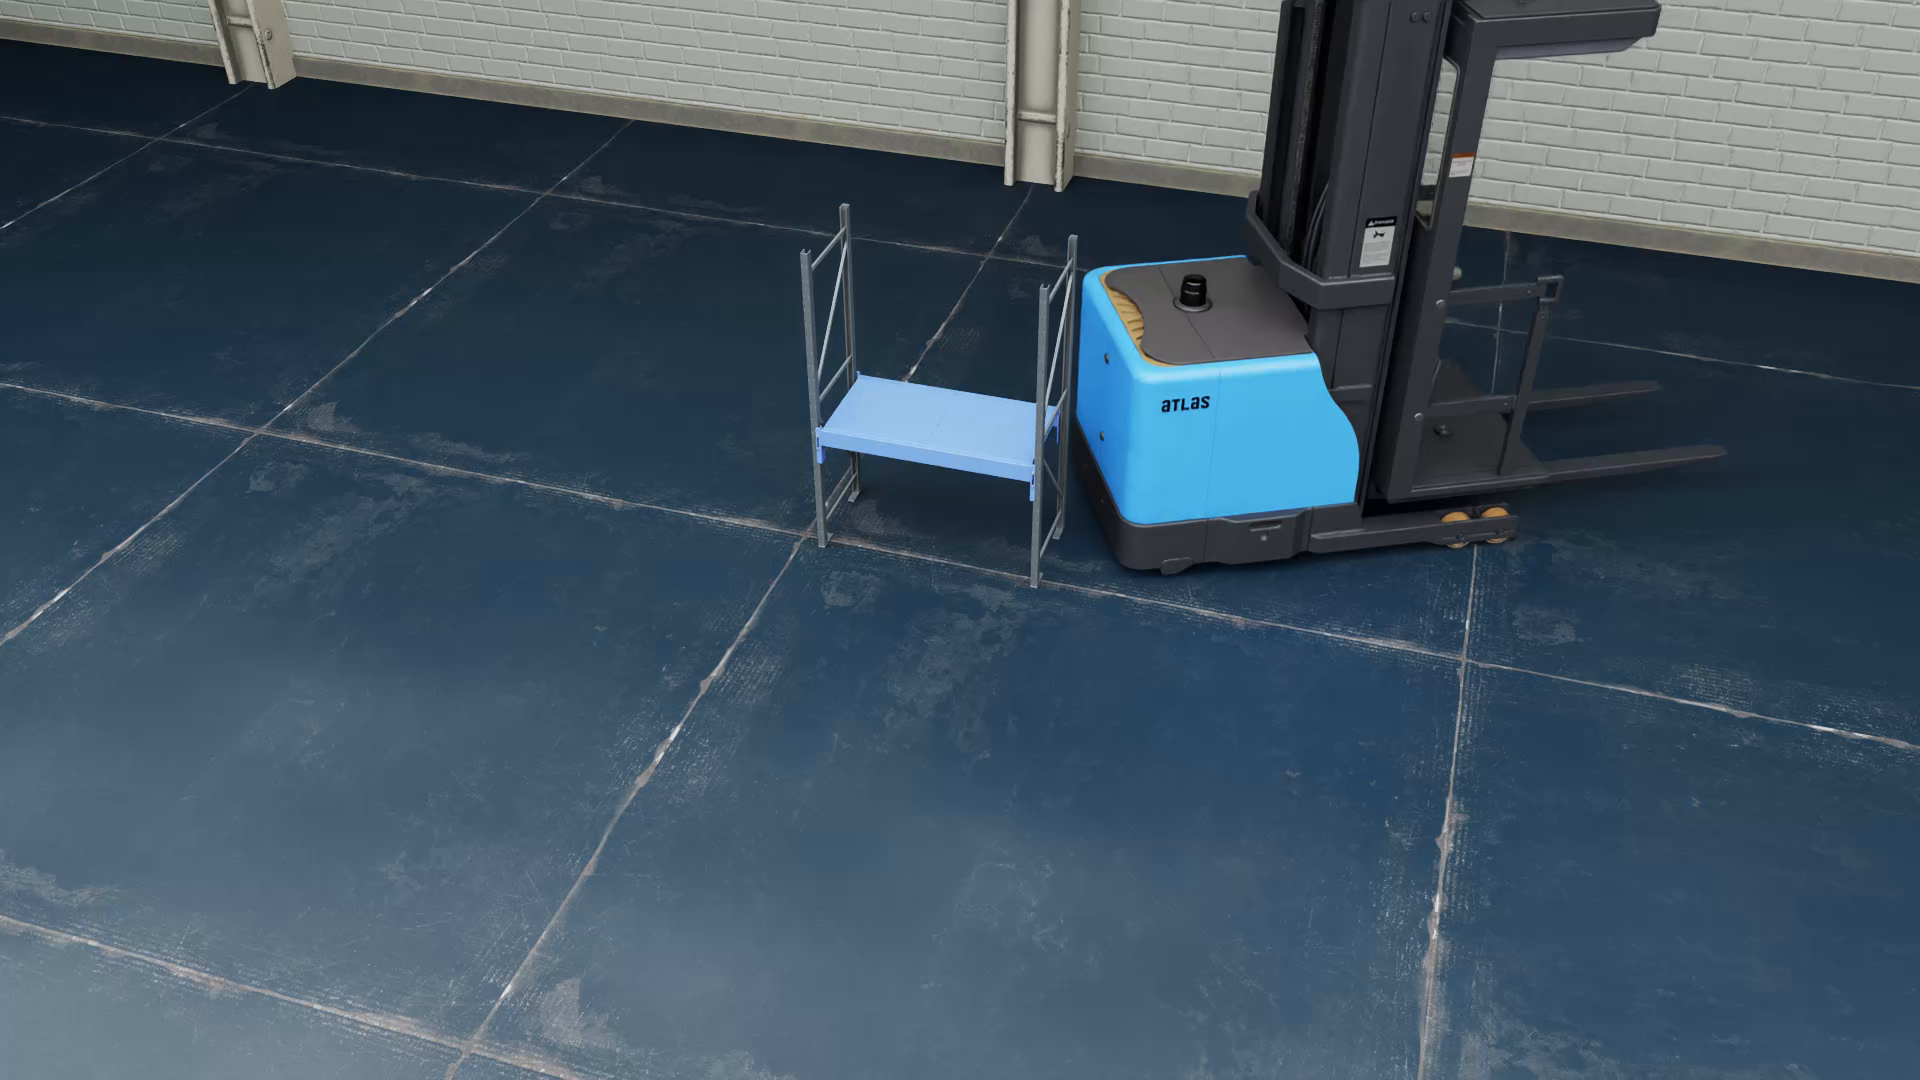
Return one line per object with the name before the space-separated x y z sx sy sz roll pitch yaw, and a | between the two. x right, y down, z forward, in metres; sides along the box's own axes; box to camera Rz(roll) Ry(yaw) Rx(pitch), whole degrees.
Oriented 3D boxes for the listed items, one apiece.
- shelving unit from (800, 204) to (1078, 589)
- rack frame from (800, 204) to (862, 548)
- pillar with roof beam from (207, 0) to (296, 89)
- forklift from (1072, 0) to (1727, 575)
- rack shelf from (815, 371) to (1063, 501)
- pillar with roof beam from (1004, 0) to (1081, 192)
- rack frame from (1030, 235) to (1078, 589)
shelving unit | -0.081 -0.619 7.326 1.048 1.500 0.538 10 38 14
rack frame | -0.567 -0.709 7.448 0.032 1.500 0.500 10 38 14
pillar with roof beam | -6.487 -4.637 6.459 0.400 9.000 9.100 10 38 14
forklift | 2.117 -1.446 7.242 3.031 2.935 1.130 -6 37 -8
rack shelf | -0.081 -0.474 7.433 1.000 0.185 0.538 10 38 14
pillar with roof beam | -0.760 -3.576 5.018 0.400 9.000 9.100 10 38 14
rack frame | 0.404 -0.529 7.204 0.032 1.500 0.500 10 38 14
